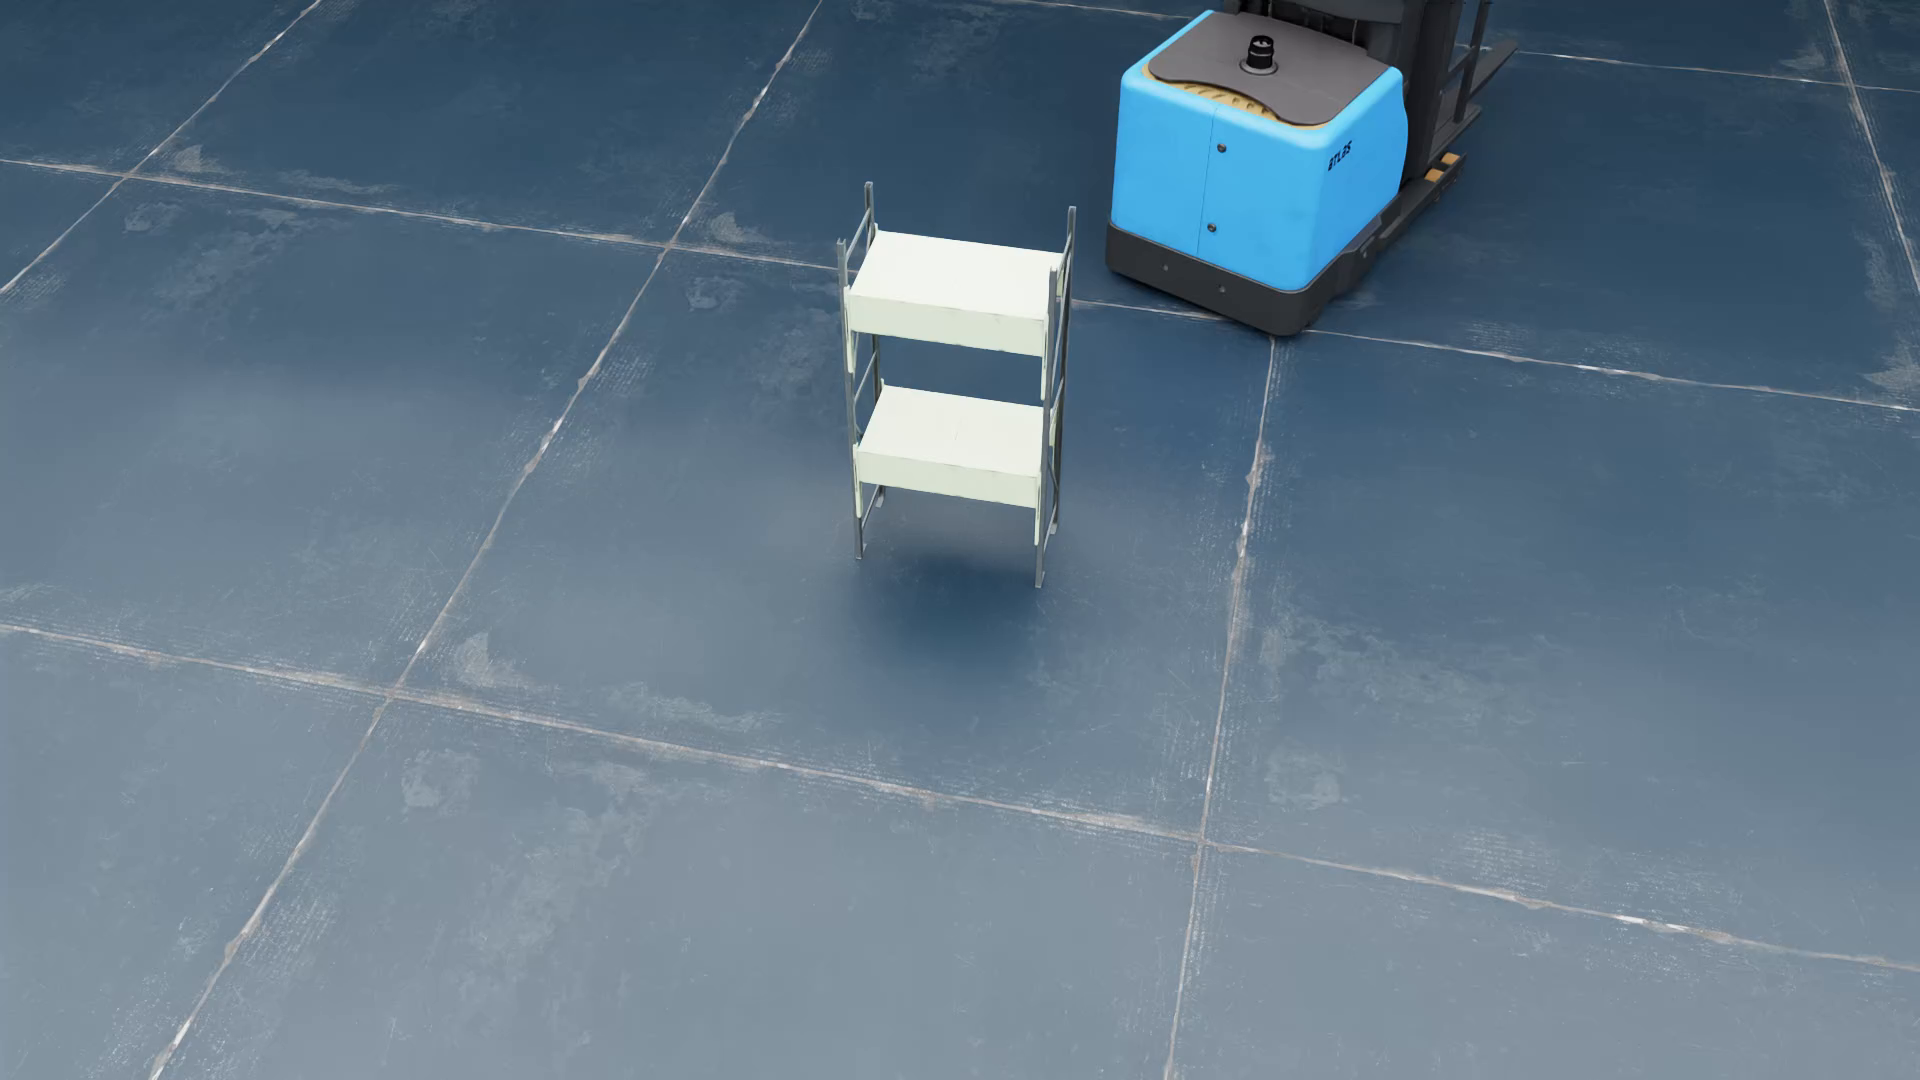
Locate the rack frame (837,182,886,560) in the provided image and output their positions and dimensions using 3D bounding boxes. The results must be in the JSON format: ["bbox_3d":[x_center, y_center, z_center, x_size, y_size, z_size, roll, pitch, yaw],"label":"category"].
[{"bbox_3d":[-0.364,-0.597,6.289,0.023,1.500,0.400,9,45,9],"label":"rack frame"}]

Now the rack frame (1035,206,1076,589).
[{"bbox_3d":[0.351,-0.486,6.173,0.023,1.500,0.400,9,45,9],"label":"rack frame"}]

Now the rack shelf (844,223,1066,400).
[{"bbox_3d":[-0.007,-0.823,5.960,0.720,0.370,0.431,9,45,9],"label":"rack shelf"}]

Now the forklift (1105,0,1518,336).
[{"bbox_3d":[1.972,-2.974,7.727,1.130,2.935,3.031,27,50,25],"label":"forklift"}]

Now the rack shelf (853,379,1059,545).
[{"bbox_3d":[-0.007,-0.306,6.457,0.720,0.370,0.431,9,45,9],"label":"rack shelf"}]

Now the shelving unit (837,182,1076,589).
[{"bbox_3d":[-0.007,-0.541,6.231,0.755,1.500,0.431,9,45,9],"label":"shelving unit"}]
